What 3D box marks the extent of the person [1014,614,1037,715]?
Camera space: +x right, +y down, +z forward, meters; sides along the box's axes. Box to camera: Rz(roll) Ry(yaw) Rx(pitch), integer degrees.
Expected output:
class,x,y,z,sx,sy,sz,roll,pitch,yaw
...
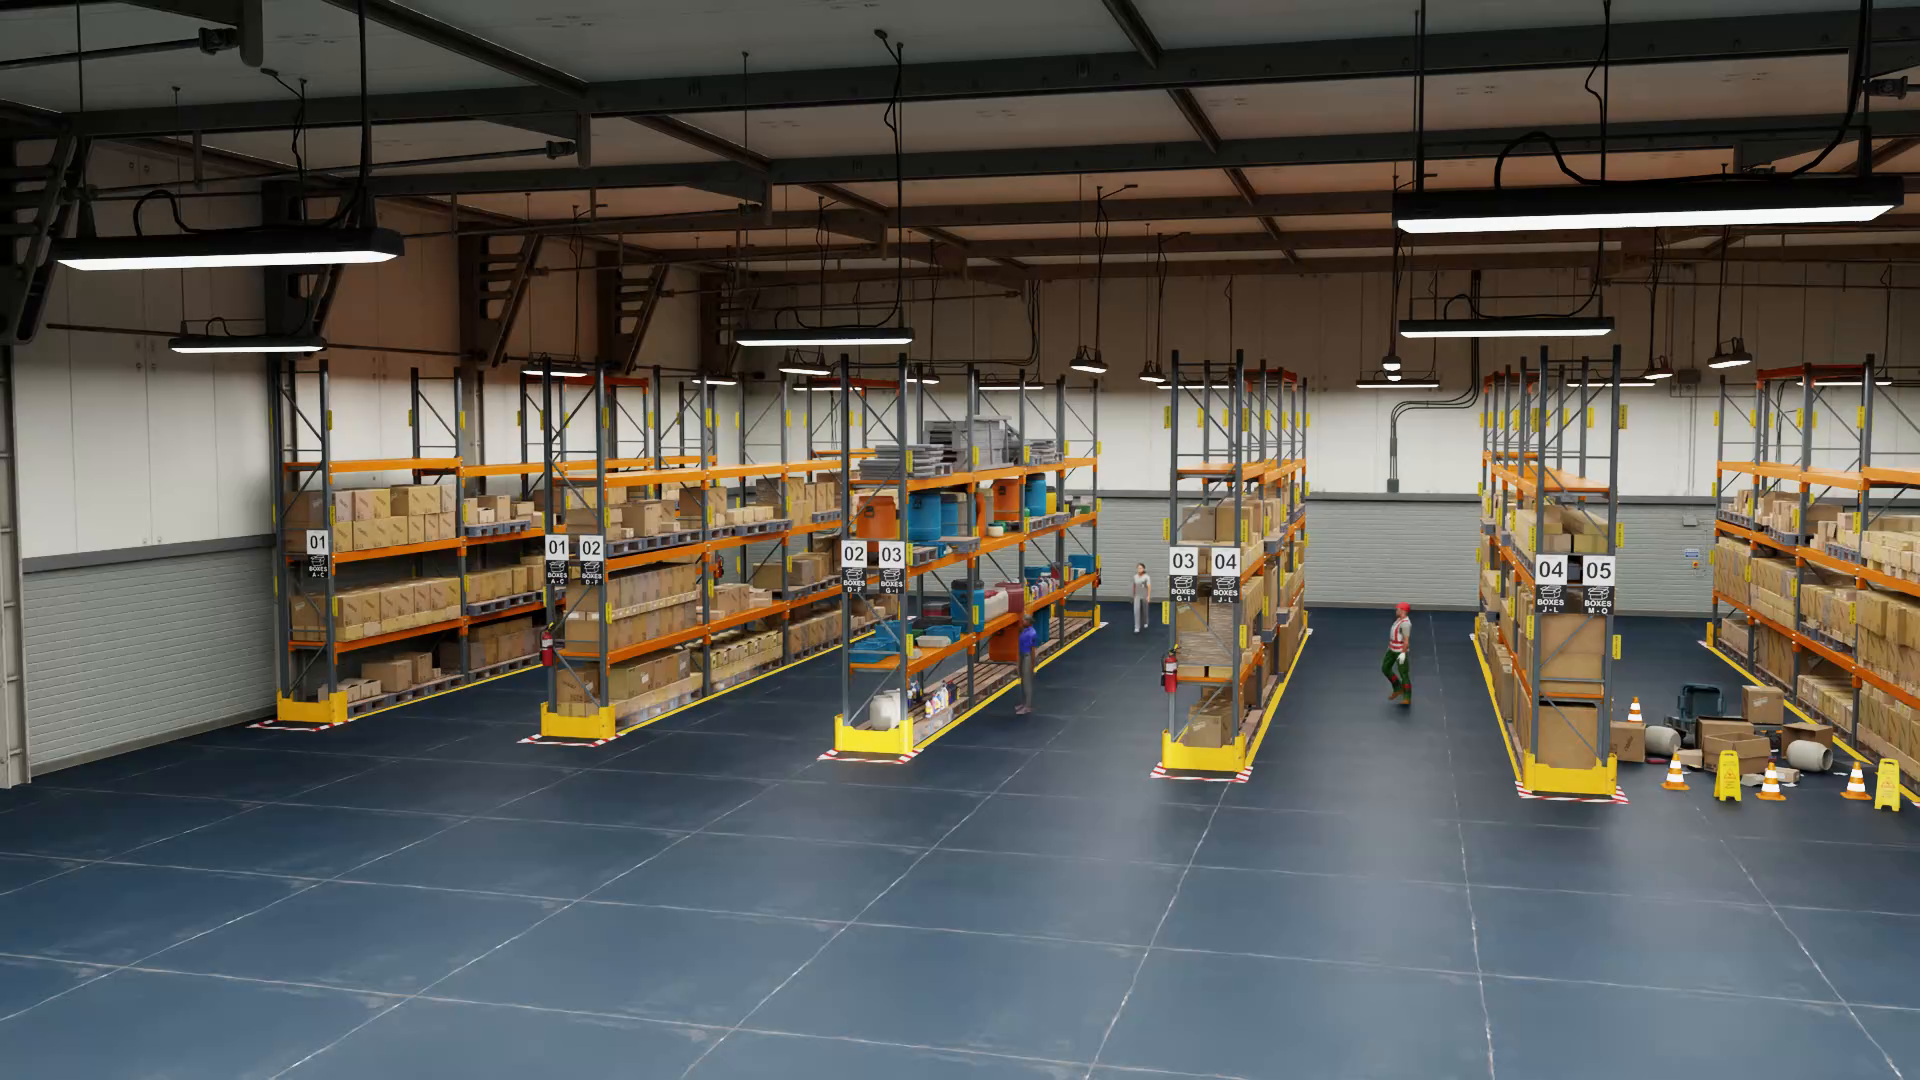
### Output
class,x,y,z,sx,sy,sz,roll,pitch,yaw
person,1.106,2.101,28.380,0.400,1.684,0.511,-1,4,-14

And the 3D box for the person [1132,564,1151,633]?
class,x,y,z,sx,sy,sz,roll,pitch,yaw
person,4.284,1.364,39.366,0.479,1.621,1.064,1,4,12

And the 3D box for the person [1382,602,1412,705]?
class,x,y,z,sx,sy,sz,roll,pitch,yaw
person,7.772,1.981,29.425,0.394,1.787,0.681,-1,4,-16
